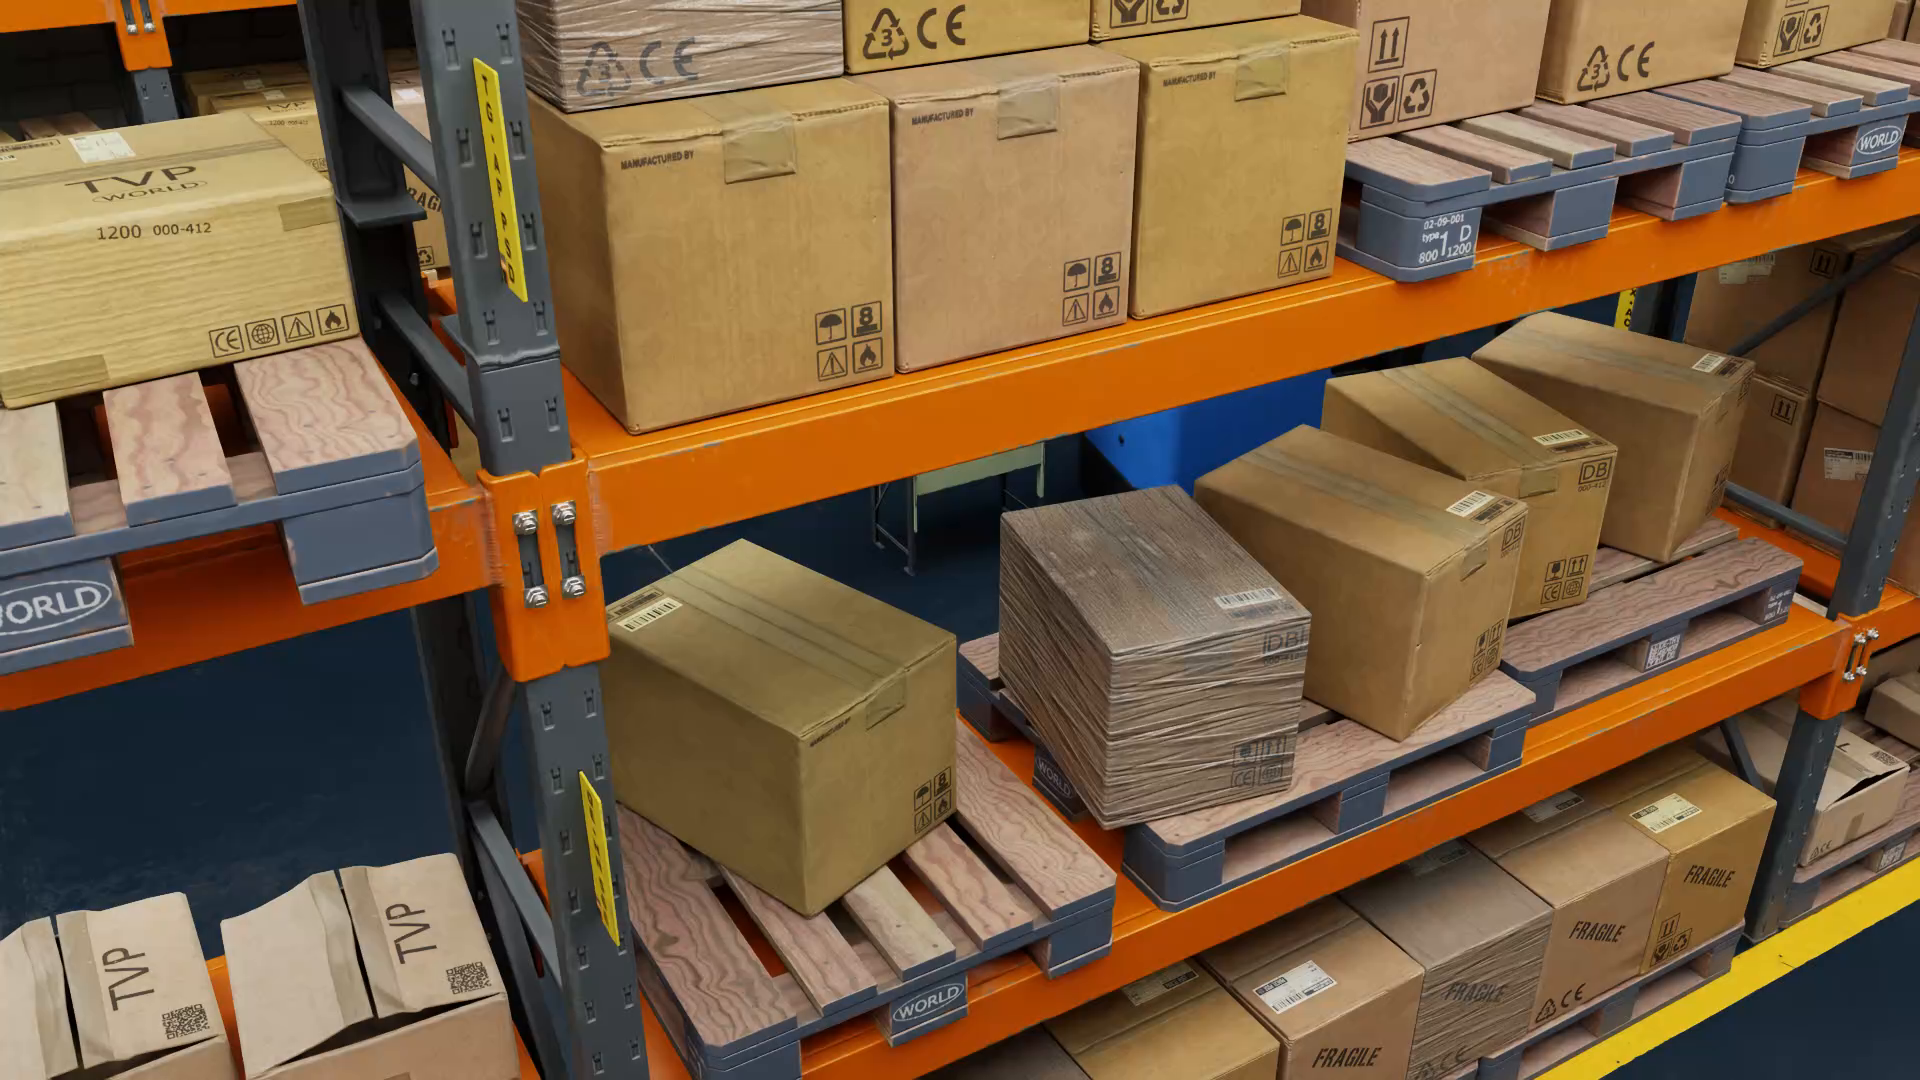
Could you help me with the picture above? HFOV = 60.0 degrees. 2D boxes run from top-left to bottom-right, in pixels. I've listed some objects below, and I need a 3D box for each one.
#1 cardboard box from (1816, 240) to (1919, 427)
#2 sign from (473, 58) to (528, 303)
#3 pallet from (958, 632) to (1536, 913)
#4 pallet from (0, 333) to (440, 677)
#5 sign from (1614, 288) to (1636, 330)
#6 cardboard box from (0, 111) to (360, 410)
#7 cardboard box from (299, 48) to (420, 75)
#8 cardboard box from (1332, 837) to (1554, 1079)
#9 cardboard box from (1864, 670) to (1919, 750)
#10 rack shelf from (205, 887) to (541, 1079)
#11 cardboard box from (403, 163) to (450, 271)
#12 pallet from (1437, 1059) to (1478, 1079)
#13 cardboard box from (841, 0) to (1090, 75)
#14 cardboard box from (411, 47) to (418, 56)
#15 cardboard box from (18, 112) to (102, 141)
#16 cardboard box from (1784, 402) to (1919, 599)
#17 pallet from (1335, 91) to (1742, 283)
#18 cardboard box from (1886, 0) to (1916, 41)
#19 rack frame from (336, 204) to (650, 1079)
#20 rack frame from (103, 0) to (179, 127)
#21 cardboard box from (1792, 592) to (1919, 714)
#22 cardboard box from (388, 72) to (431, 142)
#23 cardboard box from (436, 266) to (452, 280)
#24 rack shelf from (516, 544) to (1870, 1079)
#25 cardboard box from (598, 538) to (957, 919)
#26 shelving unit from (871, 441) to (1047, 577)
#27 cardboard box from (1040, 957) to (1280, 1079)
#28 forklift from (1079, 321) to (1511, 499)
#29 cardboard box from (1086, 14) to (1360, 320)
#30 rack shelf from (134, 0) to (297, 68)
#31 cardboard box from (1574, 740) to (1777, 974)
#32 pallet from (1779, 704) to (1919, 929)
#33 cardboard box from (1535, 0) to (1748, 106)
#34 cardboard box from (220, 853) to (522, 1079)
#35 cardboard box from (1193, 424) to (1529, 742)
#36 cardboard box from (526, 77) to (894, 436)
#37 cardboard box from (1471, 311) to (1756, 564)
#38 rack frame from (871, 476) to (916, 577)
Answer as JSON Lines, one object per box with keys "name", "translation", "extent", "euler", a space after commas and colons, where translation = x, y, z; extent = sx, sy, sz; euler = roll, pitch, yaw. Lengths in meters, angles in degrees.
{"name": "cardboard box", "translation": [3.079, -0.619, 5.129], "extent": [0.500, 0.500, 0.500], "euler": [-15, 32, -25]}
{"name": "sign", "translation": [-0.644, -0.501, 2.332], "extent": [0.005, 0.325, 0.100], "euler": [-16, 33, -26]}
{"name": "pallet", "translation": [0.756, 0.446, 4.536], "extent": [1.213, 0.211, 1.003], "euler": [-16, 33, -26]}
{"name": "pallet", "translation": [-1.458, -0.187, 2.576], "extent": [1.003, 0.211, 1.213], "euler": [-14, 32, -24]}
{"name": "sign", "translation": [2.249, -0.742, 5.595], "extent": [0.005, 0.325, 0.100], "euler": [-16, 33, -26]}
{"name": "cardboard box", "translation": [-1.281, -0.457, 2.590], "extent": [0.500, 0.250, 0.500], "euler": [-19, 34, -30]}
{"name": "cardboard box", "translation": [-2.723, -2.078, 7.703], "extent": [0.500, 0.250, 0.500], "euler": [-17, 33, -28]}
{"name": "cardboard box", "translation": [1.387, 1.243, 5.025], "extent": [0.500, 0.500, 0.500], "euler": [-15, 32, -26]}
{"name": "cardboard box", "translation": [3.743, 0.680, 6.390], "extent": [0.250, 0.166, 0.380], "euler": [-16, 33, -26]}
{"name": "rack shelf", "translation": [-2.643, 1.644, 2.910], "extent": [4.000, 0.370, 1.077], "euler": [-16, 33, -26]}
{"name": "cardboard box", "translation": [-2.426, -1.542, 7.508], "extent": [0.500, 0.500, 0.500], "euler": [-15, 32, -25]}
{"name": "pallet", "translation": [0.795, 1.597, 5.138], "extent": [1.213, 0.211, 1.003], "euler": [-16, 33, -26]}
{"name": "cardboard box", "translation": [-0.099, -1.184, 3.048], "extent": [0.500, 0.500, 0.500], "euler": [-16, 33, -26]}
{"name": "cardboard box", "translation": [-2.279, -2.202, 7.928], "extent": [0.500, 0.250, 0.500], "euler": [-17, 33, -28]}
{"name": "cardboard box", "translation": [-3.713, -1.646, 6.898], "extent": [0.250, 0.149, 0.380], "euler": [-21, 35, -33]}
{"name": "cardboard box", "translation": [3.108, -0.194, 5.394], "extent": [0.500, 0.500, 0.500], "euler": [-15, 32, -25]}
{"name": "pallet", "translation": [1.040, -0.985, 4.020], "extent": [1.003, 0.211, 1.213], "euler": [-16, 33, -26]}
{"name": "cardboard box", "translation": [2.815, -1.617, 5.126], "extent": [0.500, 0.250, 0.500], "euler": [-16, 33, -26]}
{"name": "rack frame", "translation": [-0.918, 0.840, 3.624], "extent": [0.127, 3.000, 1.000], "euler": [-16, 33, -26]}
{"name": "rack frame", "translation": [-3.431, -1.223, 7.361], "extent": [0.127, 3.000, 1.000], "euler": [-16, 33, -26]}
{"name": "cardboard box", "translation": [3.525, 0.404, 6.741], "extent": [0.500, 0.311, 0.500], "euler": [-16, 33, -26]}
{"name": "cardboard box", "translation": [-2.446, -1.870, 7.325], "extent": [0.500, 0.250, 0.500], "euler": [-16, 33, -27]}
{"name": "cardboard box", "translation": [-2.382, -1.306, 7.752], "extent": [0.250, 0.149, 0.380], "euler": [-16, 33, -27]}
{"name": "rack shelf", "translation": [0.806, 0.665, 4.685], "extent": [4.000, 0.370, 1.077], "euler": [-16, 33, -26]}
{"name": "cardboard box", "translation": [-0.432, 0.411, 3.862], "extent": [0.700, 0.500, 0.500], "euler": [22, 36, 34]}
{"name": "shelving unit", "translation": [-0.006, -0.655, 7.885], "extent": [0.755, 1.500, 0.431], "euler": [-16, 33, -26]}
{"name": "cardboard box", "translation": [0.503, 1.498, 4.563], "extent": [0.500, 0.500, 0.500], "euler": [-16, 33, -27]}
{"name": "forklift", "translation": [2.199, -1.594, 8.105], "extent": [3.031, 2.935, 1.130], "euler": [-9, 30, -16]}
{"name": "cardboard box", "translation": [0.329, -0.890, 3.551], "extent": [0.500, 0.500, 0.910], "euler": [-16, 33, -26]}
{"name": "rack shelf", "translation": [-1.707, -2.711, 7.697], "extent": [4.000, 0.370, 1.077], "euler": [-16, 33, -26]}
{"name": "cardboard box", "translation": [2.250, 1.003, 5.460], "extent": [0.500, 0.500, 0.500], "euler": [-16, 33, -27]}
{"name": "pallet", "translation": [3.123, 0.914, 6.376], "extent": [1.213, 0.211, 1.003], "euler": [-16, 33, -26]}
{"name": "cardboard box", "translation": [1.494, -1.458, 4.042], "extent": [0.600, 0.600, 0.600], "euler": [-16, 33, -27]}
{"name": "cardboard box", "translation": [-1.254, 0.950, 3.517], "extent": [0.500, 0.311, 0.500], "euler": [-14, 32, -23]}
{"name": "cardboard box", "translation": [1.039, 0.091, 4.442], "extent": [0.700, 0.500, 0.500], "euler": [26, 38, 38]}
{"name": "cardboard box", "translation": [-0.559, -0.638, 3.094], "extent": [0.500, 0.500, 0.910], "euler": [-16, 33, -26]}
{"name": "cardboard box", "translation": [2.009, -0.344, 5.231], "extent": [0.700, 0.500, 0.500], "euler": [22, 36, 34]}
{"name": "rack frame", "translation": [-0.321, -0.565, 7.722], "extent": [0.023, 1.500, 0.400], "euler": [-16, 33, -26]}
